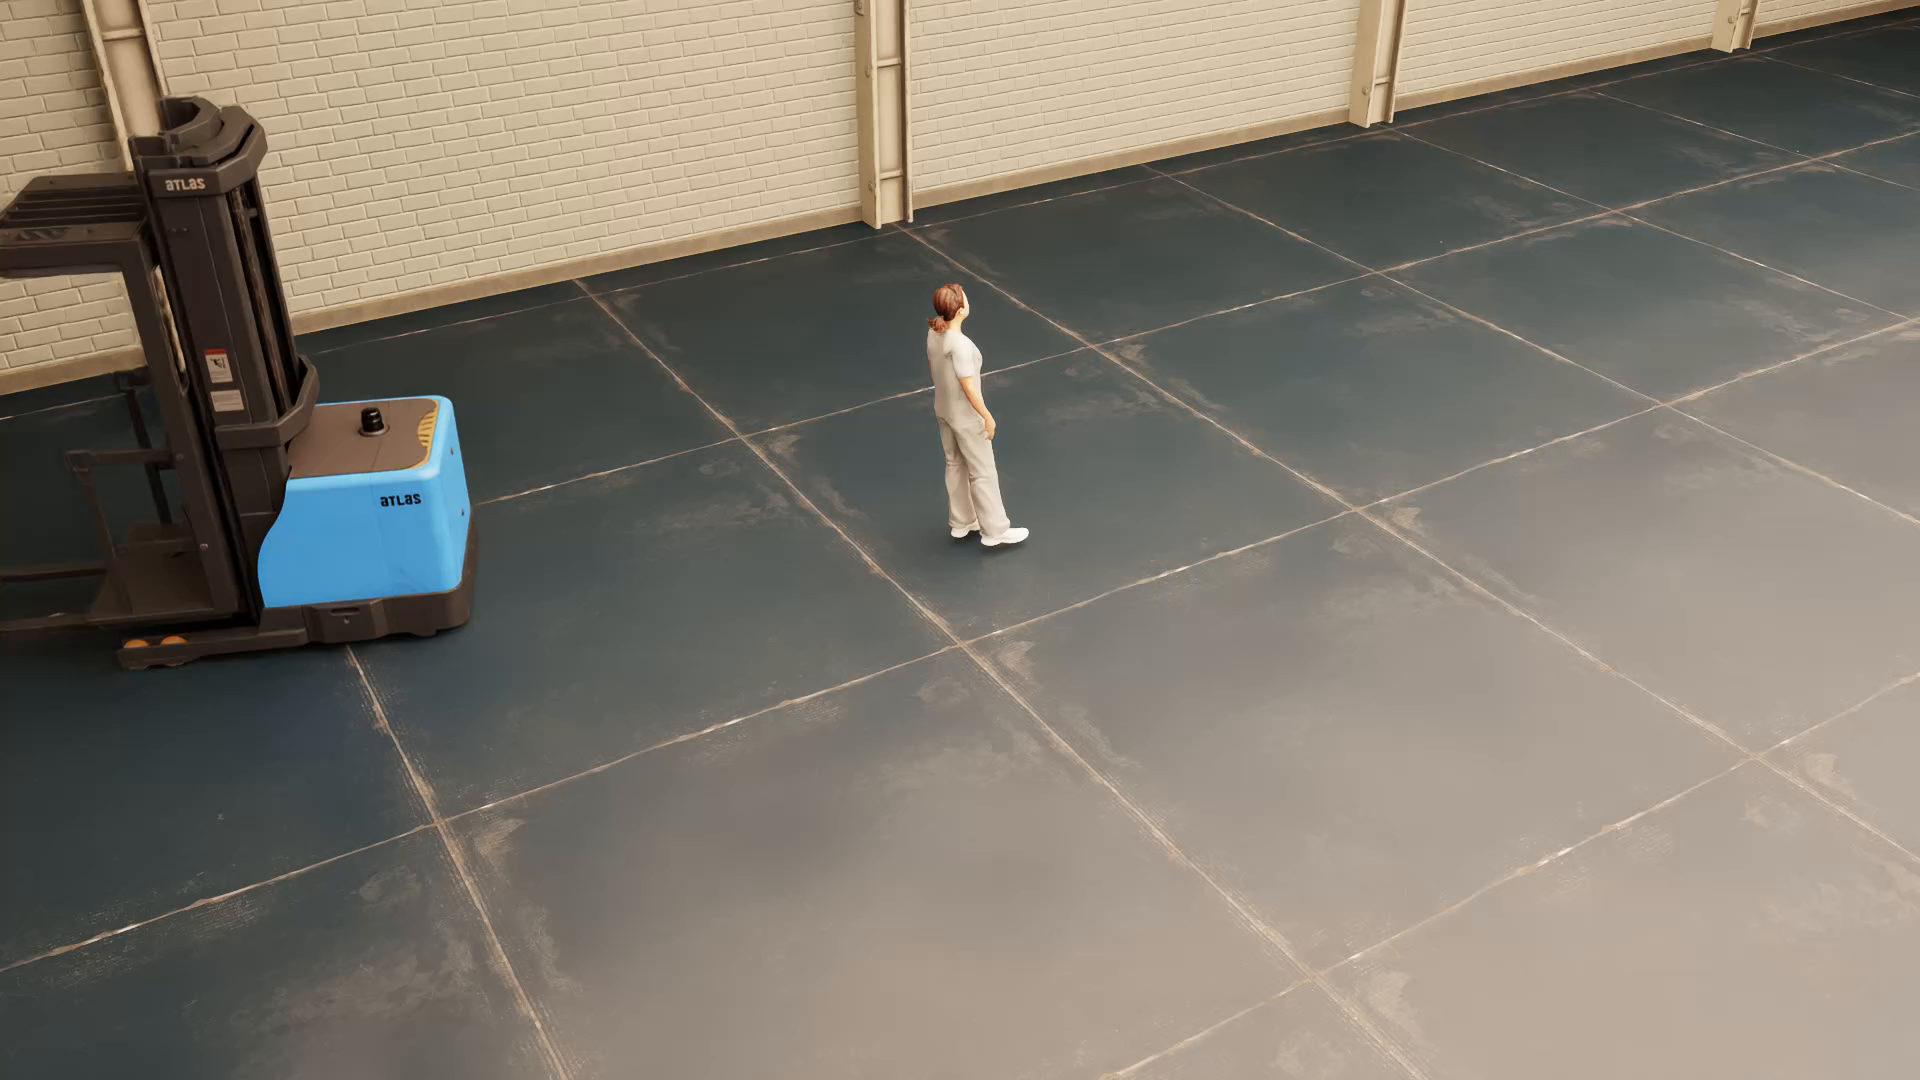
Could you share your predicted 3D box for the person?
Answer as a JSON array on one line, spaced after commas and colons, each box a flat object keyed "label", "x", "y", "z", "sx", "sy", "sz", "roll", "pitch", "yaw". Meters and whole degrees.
[{"label": "person", "x": 0.070, "y": -0.769, "z": 10.070, "sx": 0.547, "sy": 1.662, "sz": 0.549, "roll": -17, "pitch": 35, "yaw": -26}]

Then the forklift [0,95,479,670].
[{"label": "forklift", "x": -4.406, "y": -0.827, "z": 9.027, "sx": 3.031, "sy": 2.935, "sz": 1.130, "roll": -5, "pitch": 31, "yaw": -9}]
